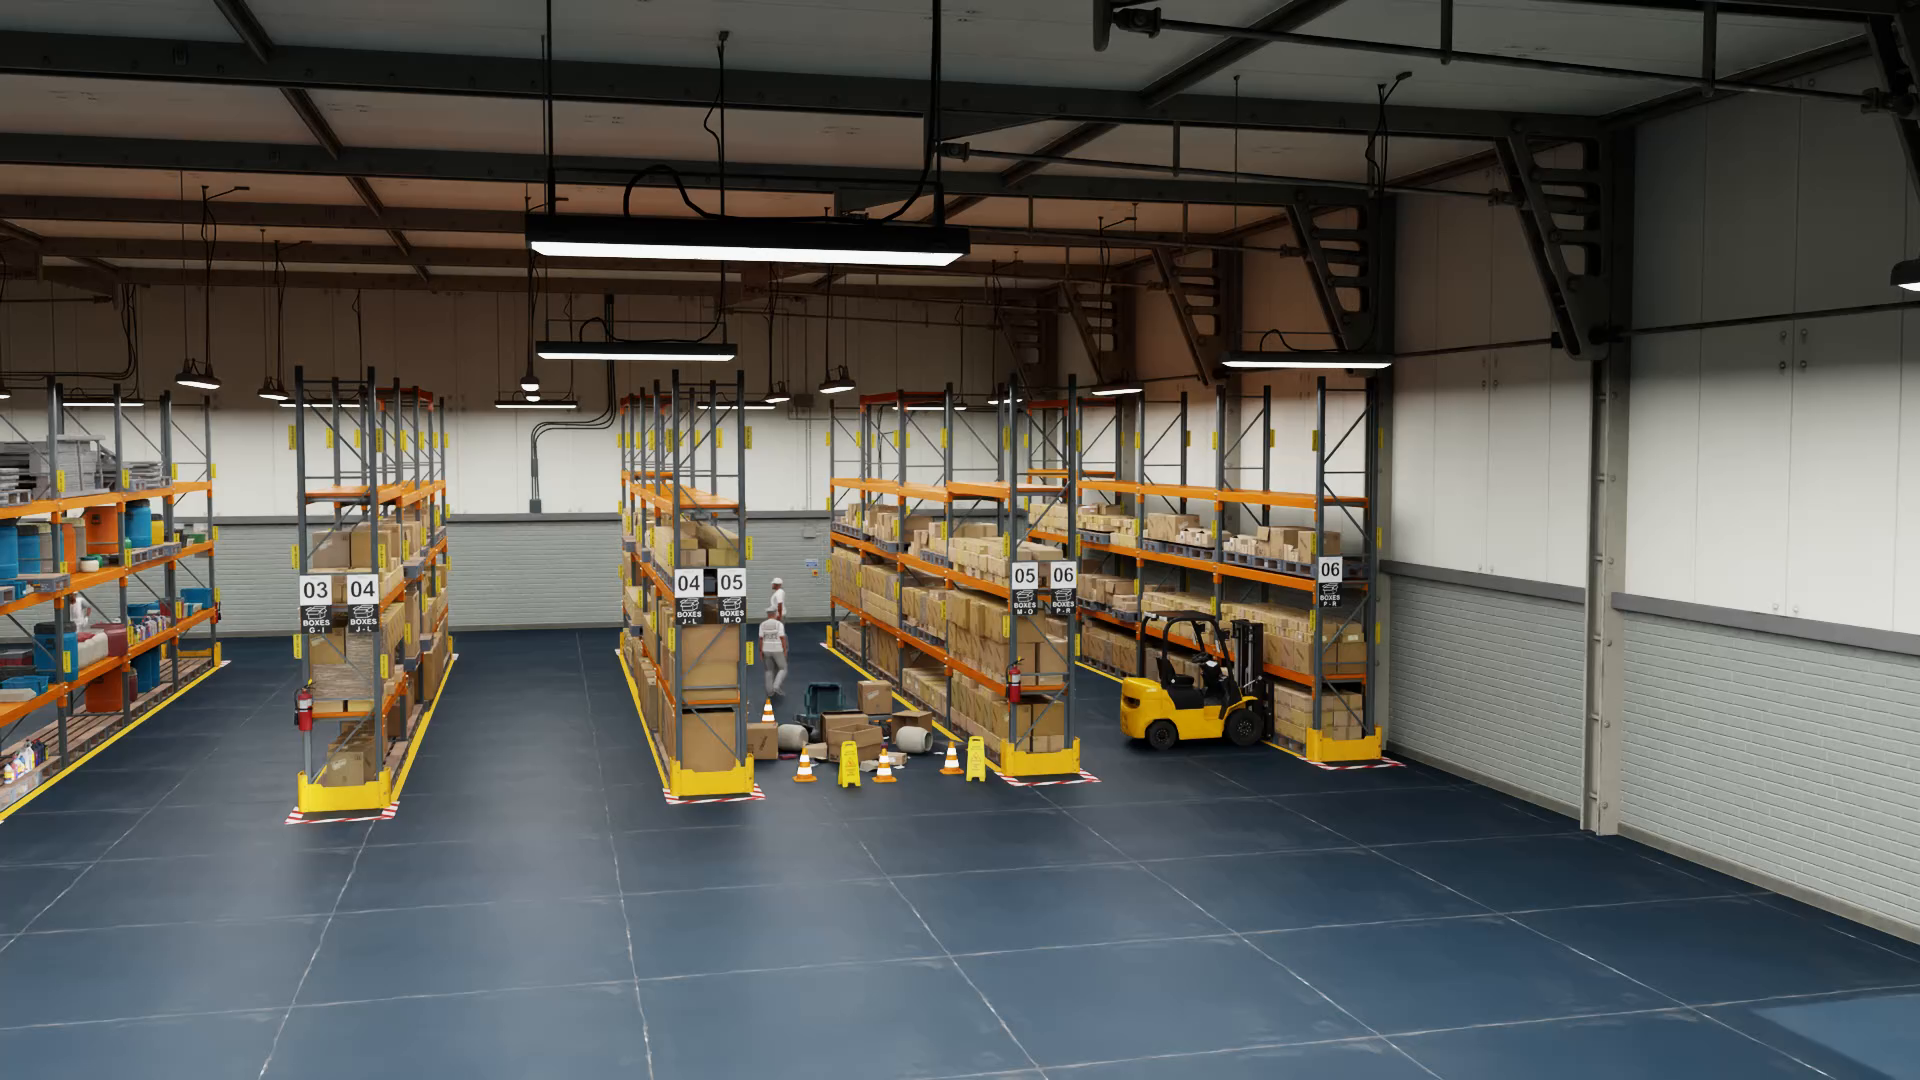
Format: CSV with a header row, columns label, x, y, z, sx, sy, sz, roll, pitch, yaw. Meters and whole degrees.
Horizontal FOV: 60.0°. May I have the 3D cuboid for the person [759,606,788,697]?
label,x,y,z,sx,sy,sz,roll,pitch,yaw
person,-3.661,2.189,32.481,0.573,1.756,0.528,1,4,18

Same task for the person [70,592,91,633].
label,x,y,z,sx,sy,sz,roll,pitch,yaw
person,-20.130,1.913,37.767,0.657,1.679,0.654,0,3,-6

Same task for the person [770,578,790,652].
label,x,y,z,sx,sy,sz,roll,pitch,yaw
person,-4.287,1.800,39.257,0.556,1.813,0.622,0,3,7
